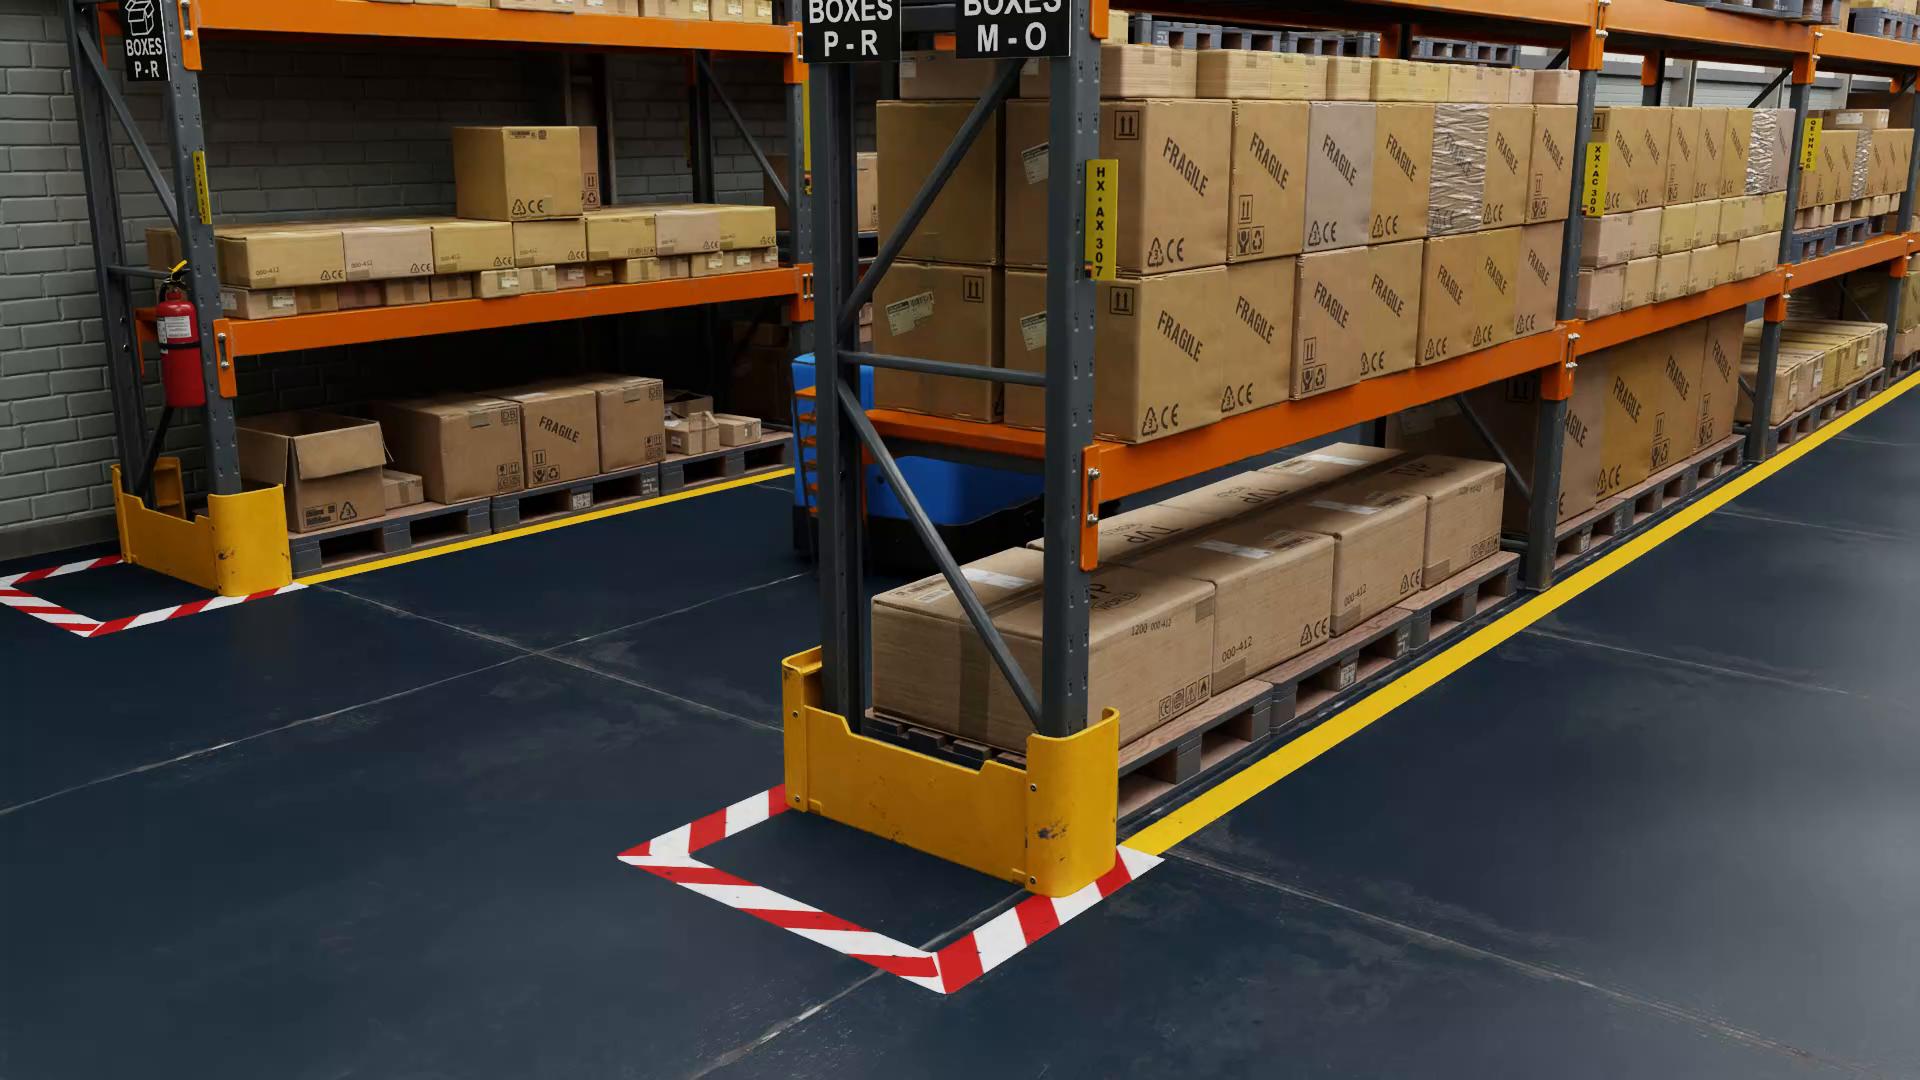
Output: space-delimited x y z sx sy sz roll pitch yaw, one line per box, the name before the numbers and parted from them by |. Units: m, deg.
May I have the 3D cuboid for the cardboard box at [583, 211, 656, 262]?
cardboard box | -2.145 -1.790 9.777 0.500 0.250 0.500 11 18 37

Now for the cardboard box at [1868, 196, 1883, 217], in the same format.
cardboard box | 6.924 -2.599 12.917 0.380 0.149 0.250 11 18 38

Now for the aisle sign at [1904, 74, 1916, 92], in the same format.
aisle sign | 9.815 -4.896 17.023 0.394 0.787 0.004 11 18 38

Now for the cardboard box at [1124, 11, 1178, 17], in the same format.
cardboard box | 1.582 -4.424 13.771 0.380 0.166 0.250 11 18 37

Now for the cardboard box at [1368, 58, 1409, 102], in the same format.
cardboard box | 1.407 -1.675 6.073 0.380 0.149 0.250 11 18 36

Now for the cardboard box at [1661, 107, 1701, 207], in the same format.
cardboard box | 3.591 -2.048 8.859 0.500 0.500 0.500 11 18 36

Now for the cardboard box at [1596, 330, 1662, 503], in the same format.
cardboard box | 3.364 -0.757 9.473 0.875 0.875 0.875 12 19 39

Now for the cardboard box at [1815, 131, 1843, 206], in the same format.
cardboard box | 5.774 -2.591 11.572 0.500 0.500 0.500 12 19 40

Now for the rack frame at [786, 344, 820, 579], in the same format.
rack frame | -0.699 -0.356 8.100 0.240 1.200 0.006 14 26 43

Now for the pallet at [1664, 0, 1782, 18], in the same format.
pallet | 3.925 -3.060 9.368 1.003 0.211 1.213 12 19 40

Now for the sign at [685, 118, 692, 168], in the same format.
sign | -1.822 -2.692 11.275 0.100 0.325 0.005 11 18 38

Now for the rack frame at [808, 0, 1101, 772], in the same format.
rack frame | -0.039 -0.512 5.046 1.000 3.000 0.127 11 18 38

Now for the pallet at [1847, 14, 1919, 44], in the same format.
pallet | 7.033 -4.071 13.346 1.213 0.211 1.003 11 18 38

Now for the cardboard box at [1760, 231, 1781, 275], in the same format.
cardboard box | 4.873 -1.834 10.556 0.500 0.250 0.500 10 18 36

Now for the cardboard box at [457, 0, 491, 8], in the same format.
cardboard box | -2.699 -2.877 8.775 0.380 0.149 0.250 11 18 37

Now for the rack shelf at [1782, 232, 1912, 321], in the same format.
rack shelf | 6.246 -2.078 12.673 1.077 0.370 4.000 11 18 38

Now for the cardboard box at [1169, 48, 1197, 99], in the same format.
cardboard box | 0.509 -1.446 5.171 0.380 0.149 0.250 12 18 39

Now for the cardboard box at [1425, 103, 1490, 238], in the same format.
cardboard box | 1.756 -1.483 6.635 0.500 0.500 0.500 12 18 38

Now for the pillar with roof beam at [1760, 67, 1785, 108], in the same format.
pillar with roof beam | 19.677 -10.038 30.361 9.100 9.000 0.400 11 18 38

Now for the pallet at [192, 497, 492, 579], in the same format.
pallet | -3.354 -0.095 9.069 1.003 0.211 1.213 11 18 38

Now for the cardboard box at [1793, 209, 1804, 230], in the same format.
cardboard box | 5.542 -2.208 11.380 0.380 0.149 0.250 10 17 34

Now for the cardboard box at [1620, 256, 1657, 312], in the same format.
cardboard box | 3.281 -1.348 8.642 0.500 0.250 0.500 11 18 36

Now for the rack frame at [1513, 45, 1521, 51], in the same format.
rack frame | 6.154 -7.251 19.390 1.000 3.000 0.127 11 18 38

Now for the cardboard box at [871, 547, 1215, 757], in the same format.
cardboard box | 0.298 0.384 5.868 0.875 0.438 0.875 11 18 36

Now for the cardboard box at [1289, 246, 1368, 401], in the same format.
cardboard box | 1.116 -0.804 5.991 0.500 0.500 0.500 11 18 37

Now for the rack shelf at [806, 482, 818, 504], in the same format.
rack shelf | -0.622 -0.227 8.214 0.258 0.103 0.180 14 26 43

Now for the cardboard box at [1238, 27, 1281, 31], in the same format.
cardboard box | 2.890 -4.963 15.928 0.380 0.149 0.250 11 18 38

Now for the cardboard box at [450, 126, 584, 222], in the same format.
cardboard box | -2.465 -2.047 9.265 0.500 0.500 0.500 12 18 39

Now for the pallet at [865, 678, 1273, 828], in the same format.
pallet | 0.403 0.674 6.040 1.003 0.211 1.213 11 18 38

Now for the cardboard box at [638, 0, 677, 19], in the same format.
cardboard box | -1.874 -3.120 9.731 0.380 0.149 0.250 11 18 37

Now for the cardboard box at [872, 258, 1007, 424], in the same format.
cardboard box | 0.059 -0.694 5.558 0.500 0.500 0.500 11 18 38

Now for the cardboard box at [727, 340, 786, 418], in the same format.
cardboard box | -1.309 -1.177 11.889 0.500 0.500 0.500 11 18 37

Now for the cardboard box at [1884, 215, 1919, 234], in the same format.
cardboard box | 7.951 -2.699 14.165 0.380 0.149 0.250 11 18 37

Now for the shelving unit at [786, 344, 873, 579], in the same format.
shelving unit | -0.635 -0.382 8.160 0.258 1.200 0.189 14 26 43

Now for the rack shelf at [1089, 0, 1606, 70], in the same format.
rack shelf | 1.218 -2.000 6.273 1.077 0.370 4.000 11 18 38

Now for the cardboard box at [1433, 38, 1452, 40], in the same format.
cardboard box | 4.947 -5.690 18.071 0.797 0.503 0.637 12 19 39

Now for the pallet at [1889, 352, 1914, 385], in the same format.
pallet | 7.898 -1.593 14.963 1.003 0.211 1.213 11 18 38

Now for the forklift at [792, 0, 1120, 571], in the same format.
forklift | 0.282 -1.570 9.351 1.130 2.935 3.031 8 16 28

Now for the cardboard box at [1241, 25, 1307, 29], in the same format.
cardboard box | 2.892 -4.917 15.418 0.500 0.311 0.500 11 18 36

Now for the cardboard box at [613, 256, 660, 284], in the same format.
cardboard box | -2.008 -1.617 9.908 0.380 0.149 0.250 11 18 37

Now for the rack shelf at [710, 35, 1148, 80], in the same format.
rack shelf | -0.131 -3.534 12.309 1.077 0.370 4.000 11 18 38

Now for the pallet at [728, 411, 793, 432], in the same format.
pallet | -0.906 -0.855 12.062 1.003 0.211 1.213 11 18 38

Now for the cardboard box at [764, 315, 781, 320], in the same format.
cardboard box | -1.219 -1.518 11.913 0.380 0.149 0.250 11 18 38

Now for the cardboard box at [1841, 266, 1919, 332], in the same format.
cardboard box | 8.084 -2.116 14.567 0.500 0.500 0.500 12 19 40

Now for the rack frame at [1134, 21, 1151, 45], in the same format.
rack frame | 1.126 -2.811 14.098 1.000 3.000 0.127 11 18 38

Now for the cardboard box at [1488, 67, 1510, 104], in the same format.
cardboard box | 2.115 -1.937 7.105 0.380 0.149 0.250 11 18 38

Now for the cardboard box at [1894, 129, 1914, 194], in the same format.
cardboard box | 7.392 -3.082 13.504 0.500 0.500 0.500 11 18 37

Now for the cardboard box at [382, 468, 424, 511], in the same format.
cardboard box | -3.146 -0.279 9.066 0.380 0.149 0.250 10 18 35

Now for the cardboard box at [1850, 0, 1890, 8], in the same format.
cardboard box | 6.606 -4.067 12.399 0.500 0.250 0.500 12 18 38

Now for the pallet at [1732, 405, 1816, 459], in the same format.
pallet | 5.482 -0.842 12.008 1.003 0.211 1.213 11 18 38

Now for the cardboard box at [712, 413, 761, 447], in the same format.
cardboard box | -1.510 -0.715 10.783 0.380 0.149 0.250 11 18 36

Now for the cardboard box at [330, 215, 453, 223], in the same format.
cardboard box | -3.179 -1.673 9.315 0.500 0.250 0.500 12 19 39

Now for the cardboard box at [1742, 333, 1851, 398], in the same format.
cardboard box | 6.291 -1.367 12.898 0.950 0.372 0.625 12 19 39

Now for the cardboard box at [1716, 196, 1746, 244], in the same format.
cardboard box | 4.257 -1.882 9.727 0.500 0.250 0.500 11 18 36

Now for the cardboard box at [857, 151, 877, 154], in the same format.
cardboard box | -0.584 -2.455 11.637 0.700 0.500 0.500 12 18 38

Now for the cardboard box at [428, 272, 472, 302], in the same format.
cardboard box | -2.851 -1.380 8.974 0.380 0.149 0.250 12 18 38

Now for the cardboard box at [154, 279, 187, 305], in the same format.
cardboard box | -3.902 -1.263 8.511 0.380 0.149 0.250 11 18 37
